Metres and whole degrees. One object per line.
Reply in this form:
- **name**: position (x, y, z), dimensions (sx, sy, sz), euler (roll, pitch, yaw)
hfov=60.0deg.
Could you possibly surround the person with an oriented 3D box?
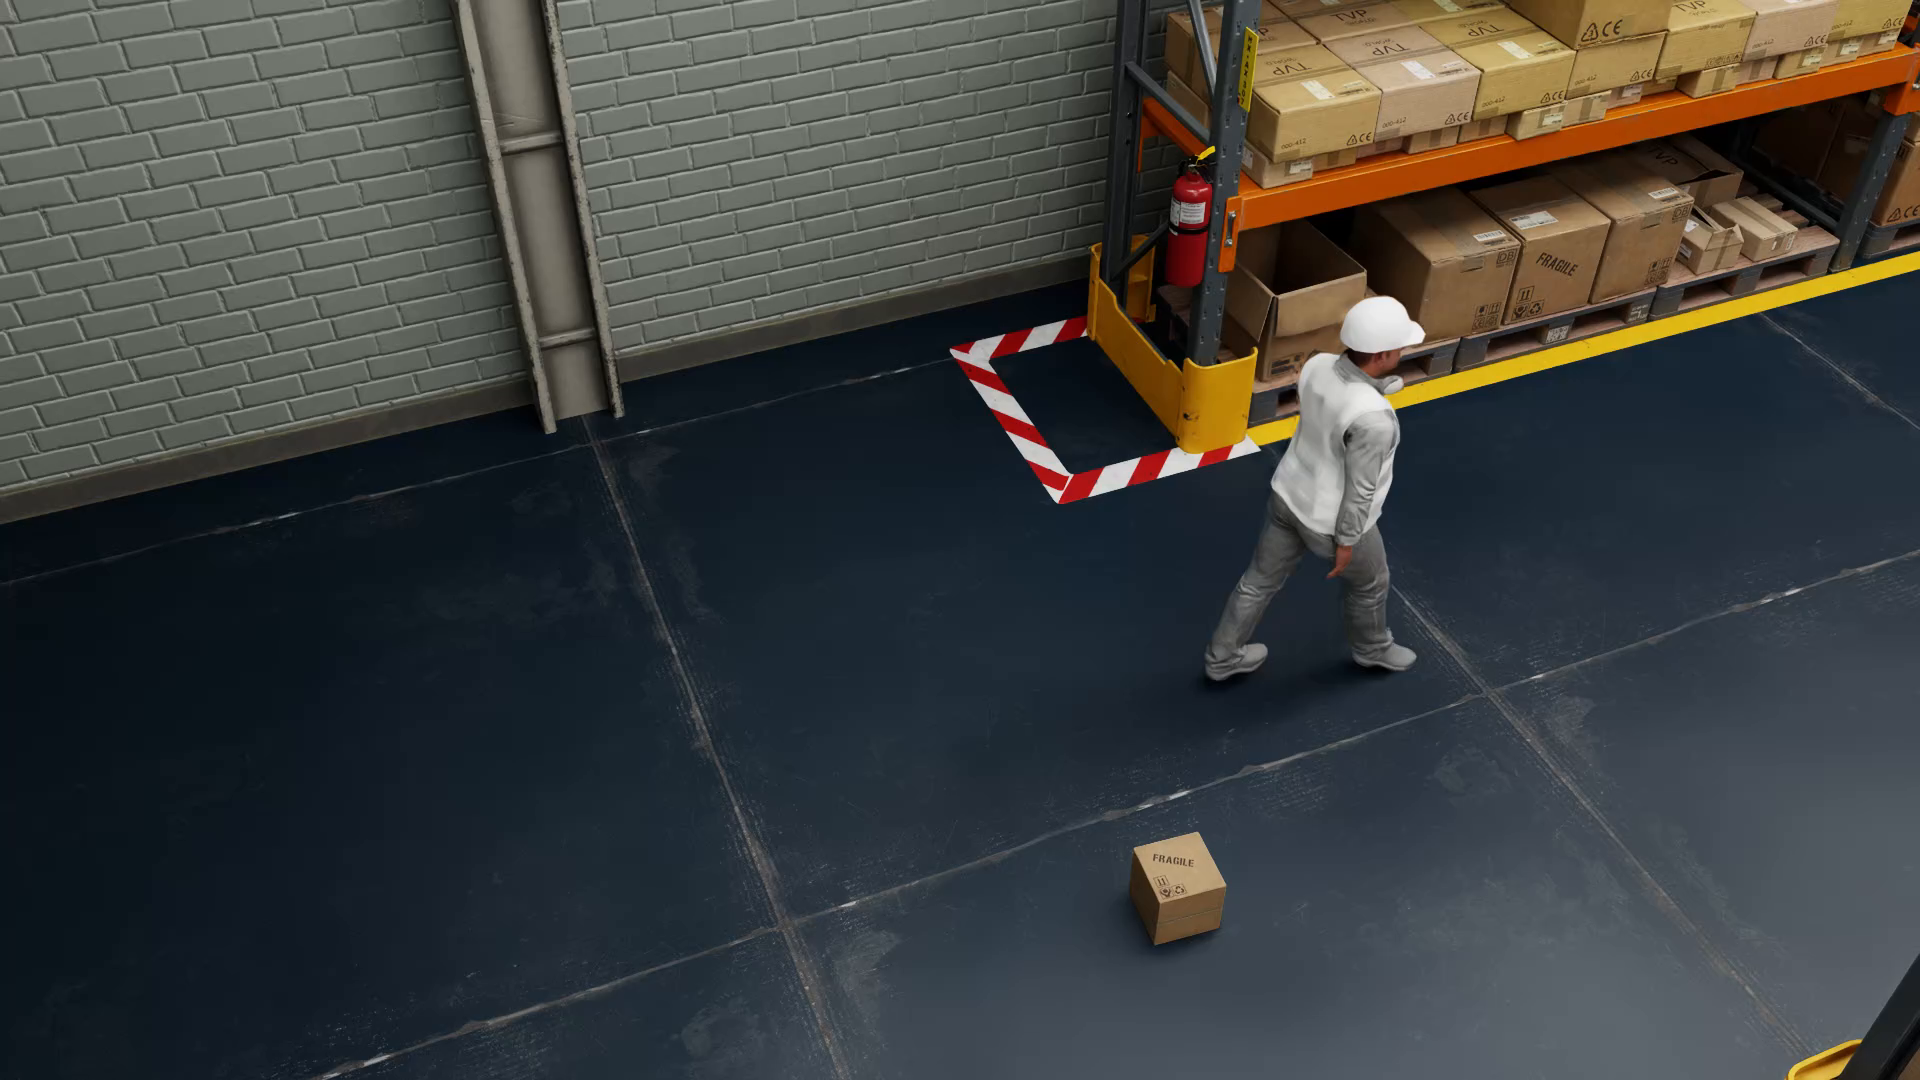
- **person**: position (1.416, -0.142, 6.313), dimensions (0.902, 1.779, 0.562), euler (-17, 44, -18)
